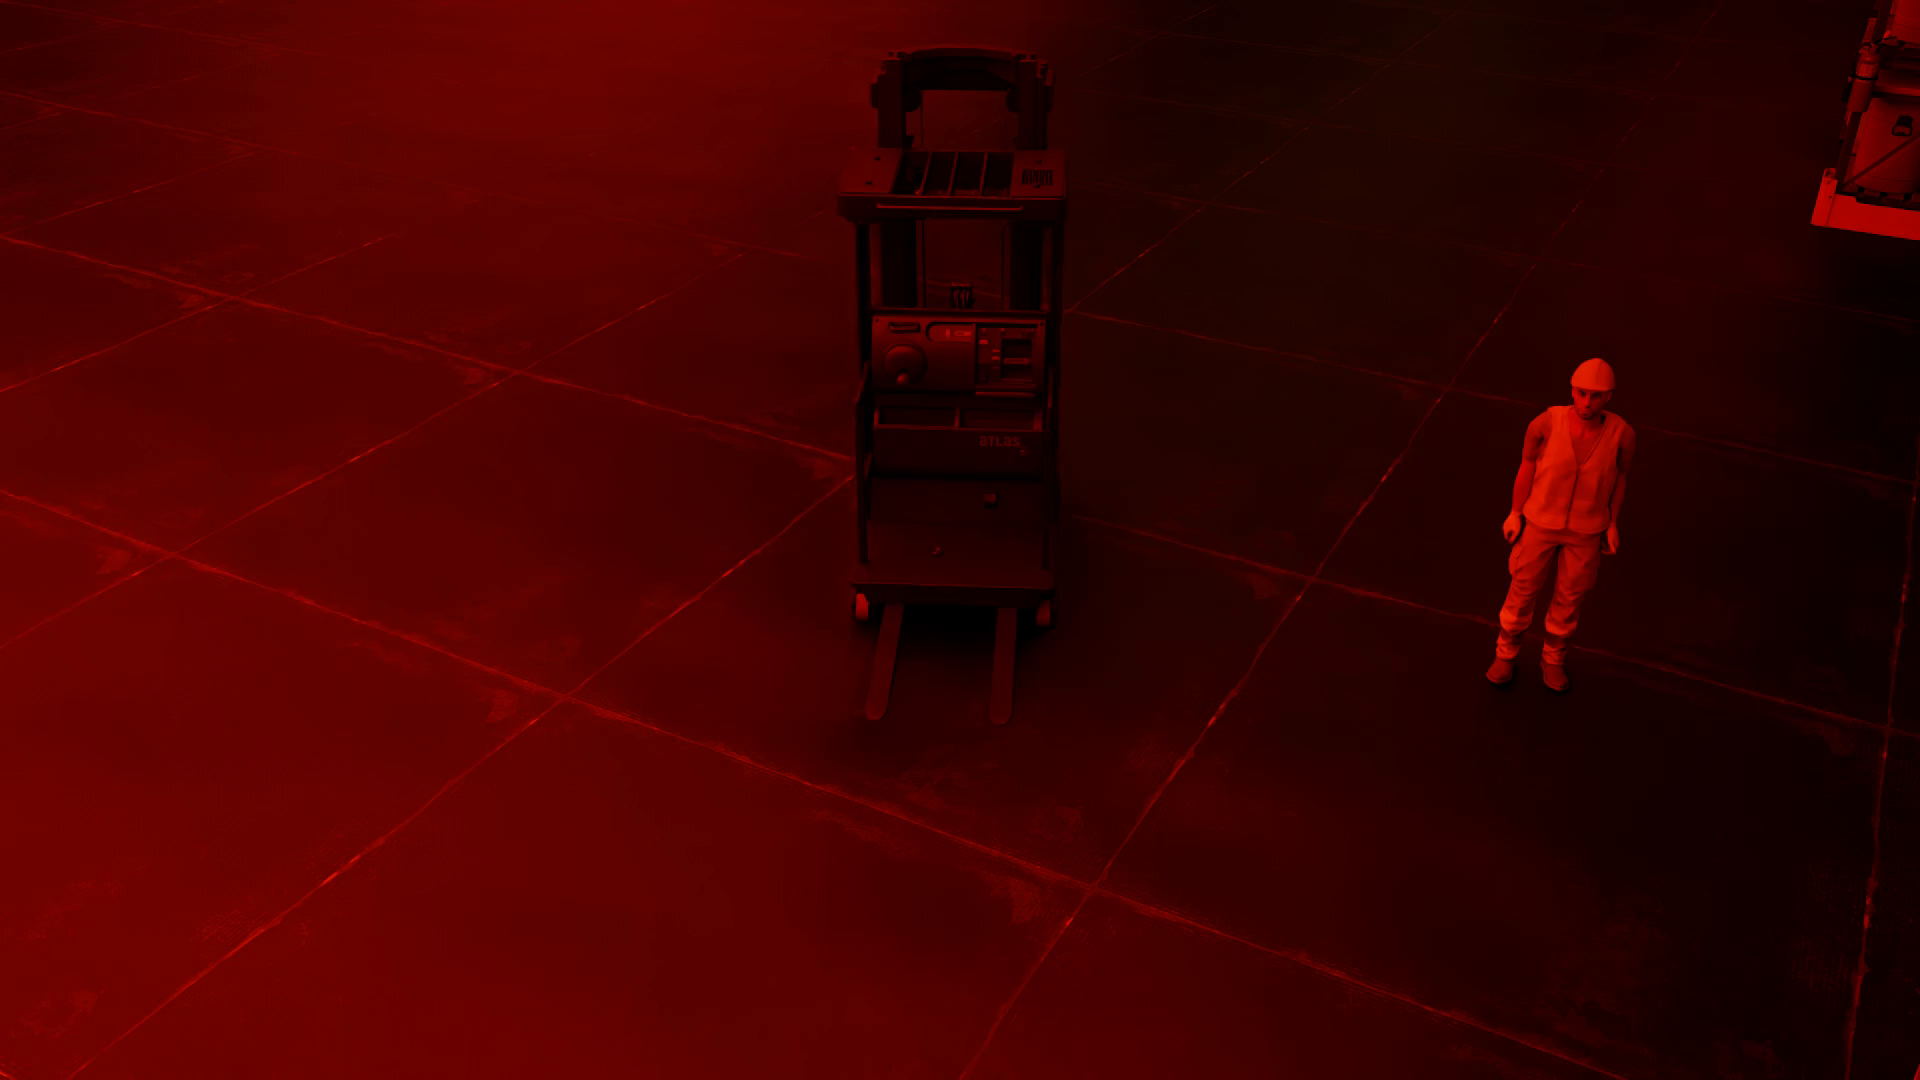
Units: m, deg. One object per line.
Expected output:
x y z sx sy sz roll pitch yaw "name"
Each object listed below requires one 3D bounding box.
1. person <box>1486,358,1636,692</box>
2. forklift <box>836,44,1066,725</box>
3.018 -0.064 8.323 0.559 1.795 0.354 8 31 13 "person"
-0.018 -0.955 8.725 1.130 2.935 3.031 2 30 3 "forklift"
